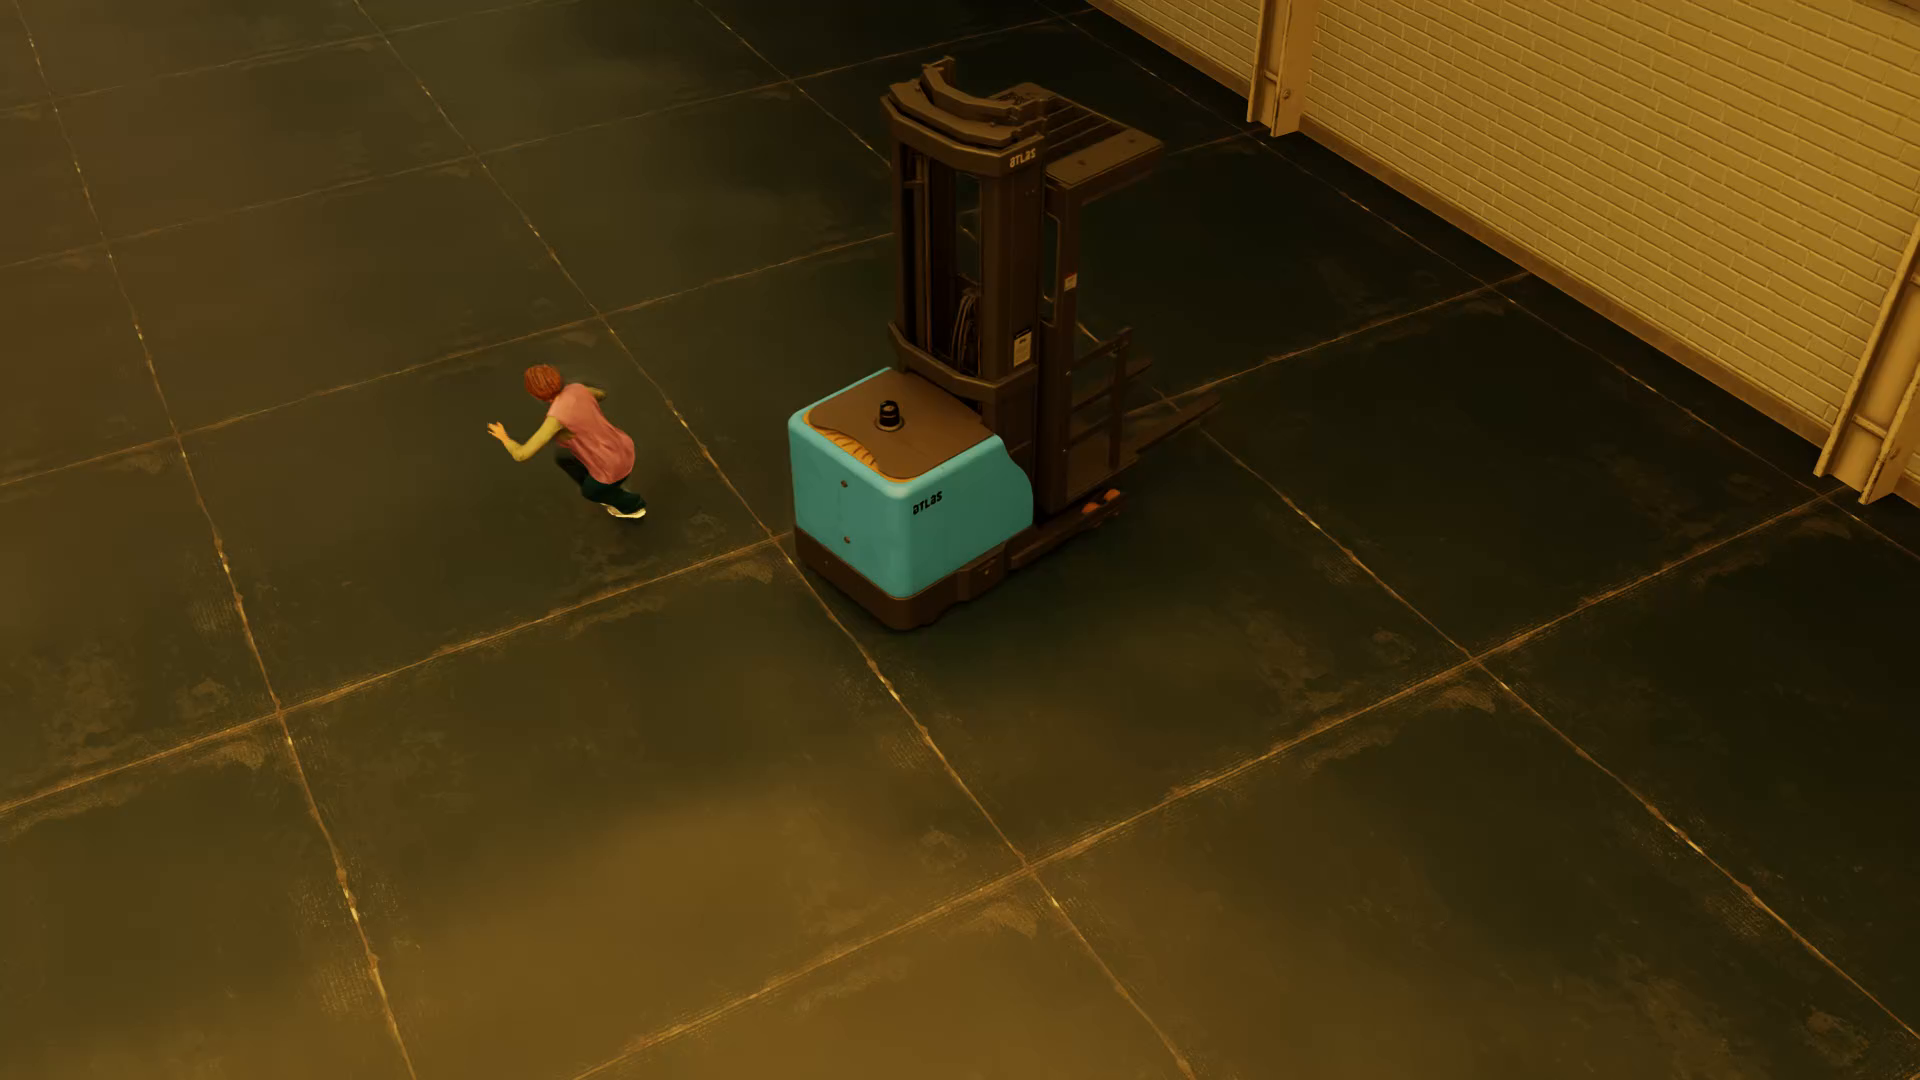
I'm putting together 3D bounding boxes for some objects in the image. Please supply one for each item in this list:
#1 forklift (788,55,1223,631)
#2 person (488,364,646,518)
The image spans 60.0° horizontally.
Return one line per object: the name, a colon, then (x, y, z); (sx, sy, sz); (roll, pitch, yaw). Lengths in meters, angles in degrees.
forklift: (0.423, -1.421, 9.749); (3.031, 2.935, 1.130); (-30, 48, -31)
person: (-2.326, -0.524, 9.908); (0.817, 1.376, 0.823); (0, 40, 0)
